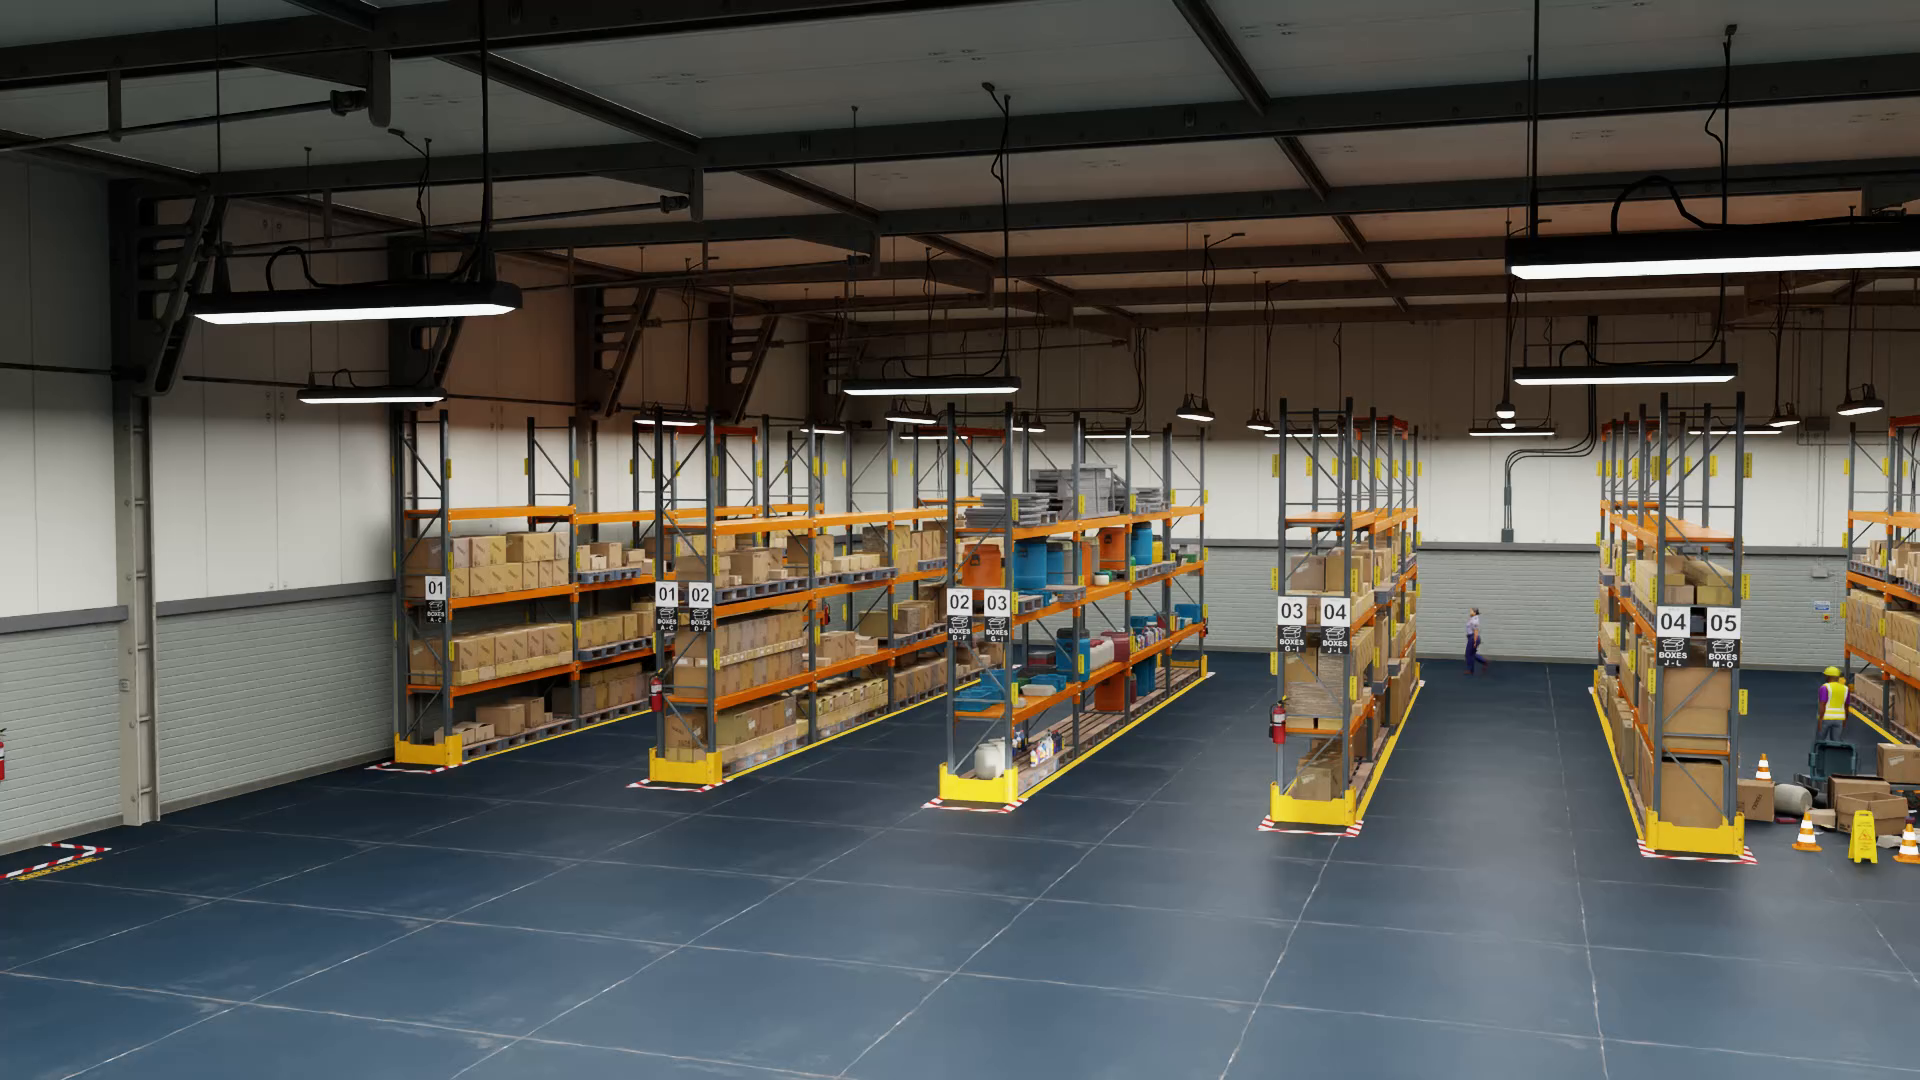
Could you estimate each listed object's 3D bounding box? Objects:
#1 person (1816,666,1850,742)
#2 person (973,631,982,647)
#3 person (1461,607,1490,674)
[{"bbox_3d":[14.270,2.980,27.165,0.547,1.808,0.602,0,2,11],"label":"person"},{"bbox_3d":[0.394,2.278,44.288,0.449,1.637,0.853,-2,3,-32],"label":"person"},{"bbox_3d":[12.533,2.439,40.386,0.668,1.625,0.486,1,3,16],"label":"person"}]
